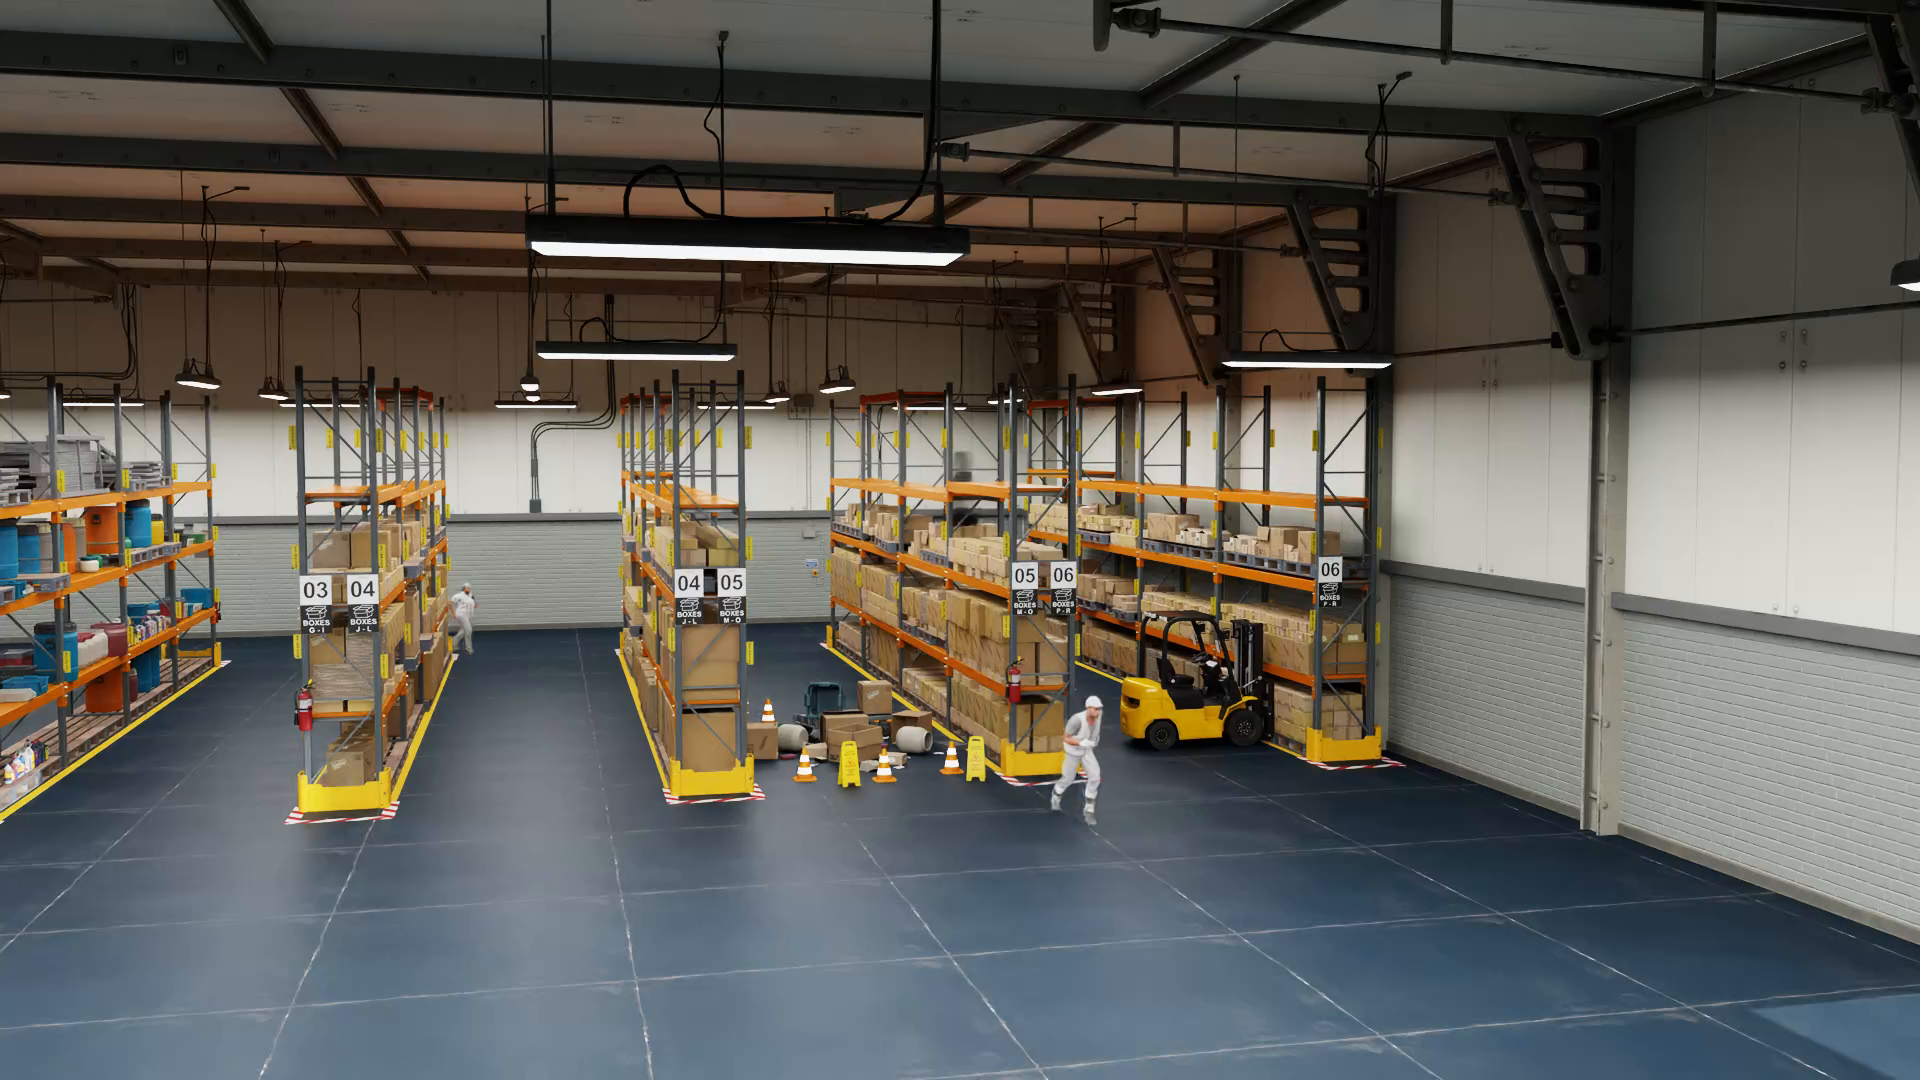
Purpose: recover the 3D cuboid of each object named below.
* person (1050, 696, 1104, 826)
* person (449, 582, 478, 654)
[{"bbox_3d":[1.553,2.874,21.949,0.705,1.730,1.033,-2,4,-34],"label":"person"},{"bbox_3d":[-11.707,1.855,39.260,0.804,1.719,0.620,1,4,21],"label":"person"}]
